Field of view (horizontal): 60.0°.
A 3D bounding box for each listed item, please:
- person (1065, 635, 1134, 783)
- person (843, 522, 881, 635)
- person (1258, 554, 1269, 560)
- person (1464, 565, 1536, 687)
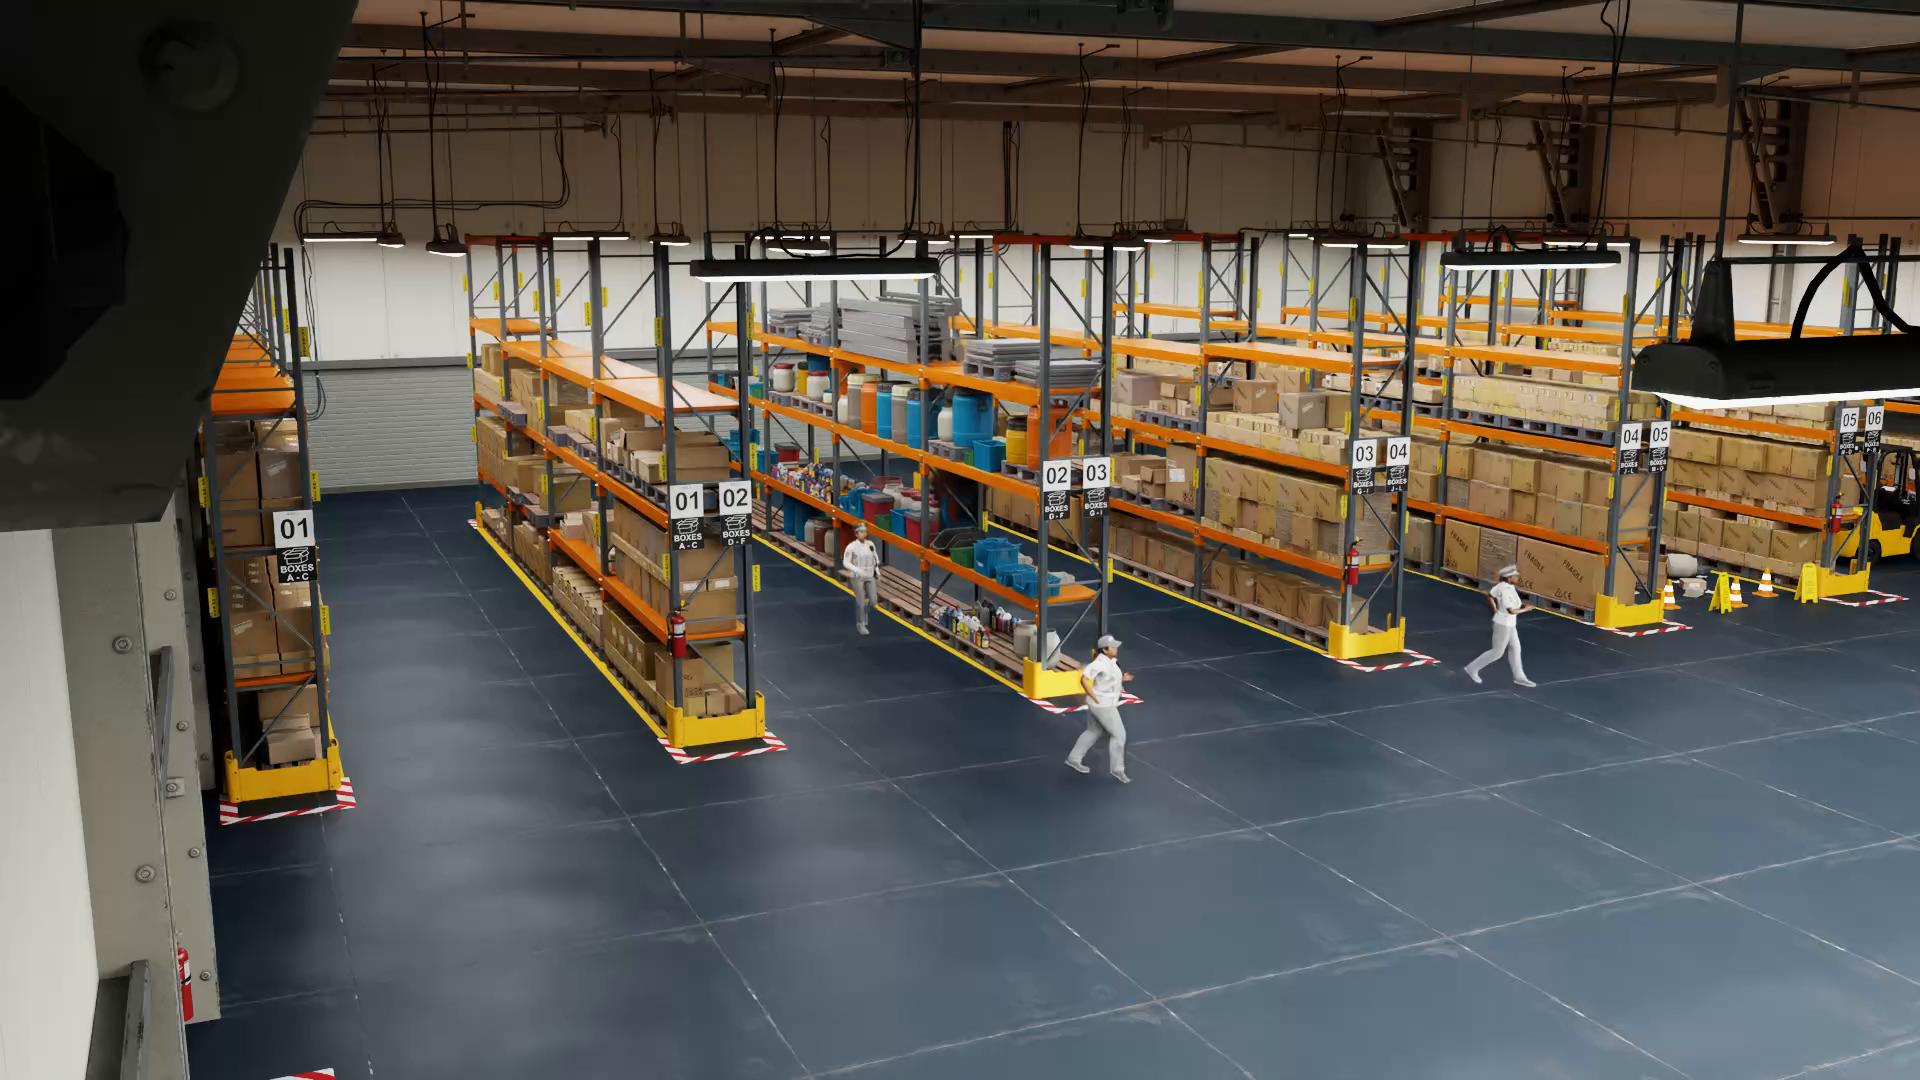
[{"bbox_3d":[1.592,1.916,18.961,0.775,1.731,0.577,1,11,5],"label":"person"},{"bbox_3d":[-1.405,0.562,24.385,0.612,1.671,0.498,-6,12,-26],"label":"person"},{"bbox_3d":[5.647,-0.581,31.448,0.684,1.817,0.886,-6,13,-30],"label":"person"},{"bbox_3d":[7.372,1.152,22.556,0.948,1.676,0.582,3,11,16],"label":"person"}]
